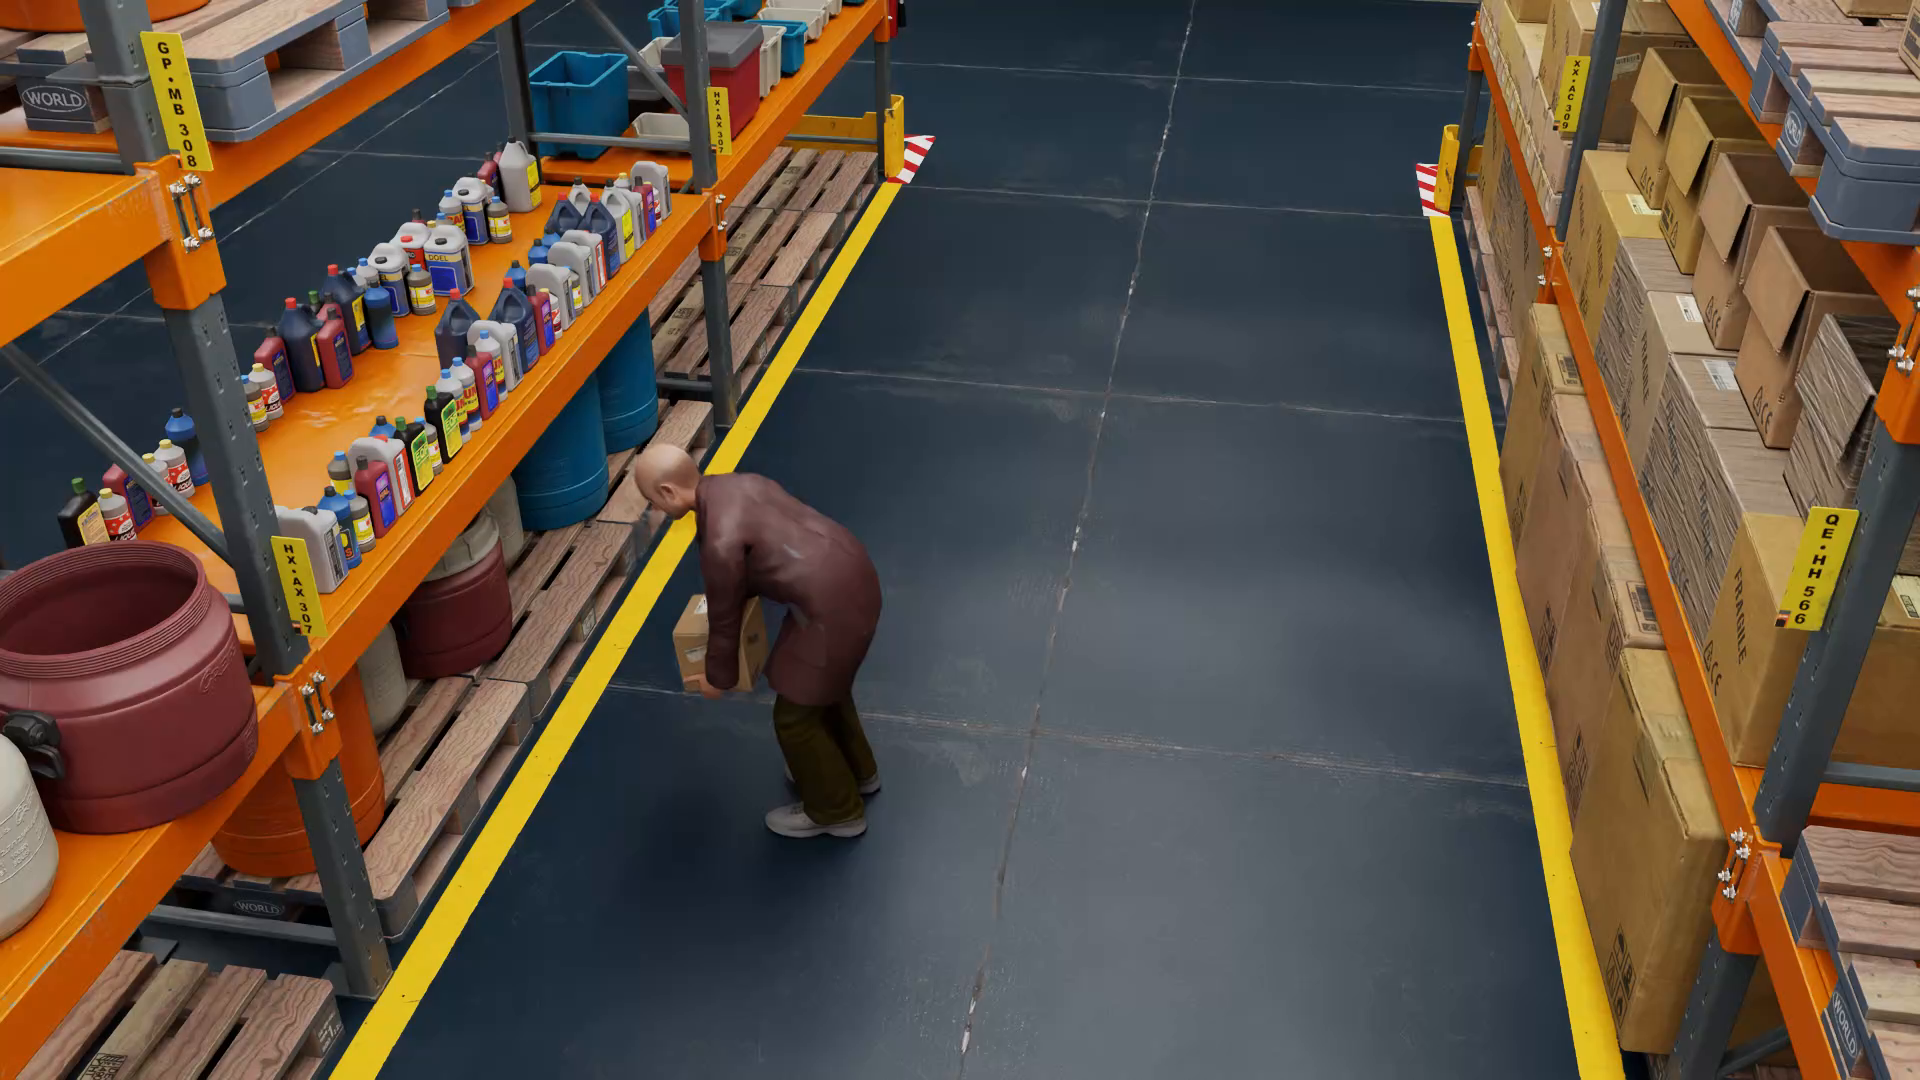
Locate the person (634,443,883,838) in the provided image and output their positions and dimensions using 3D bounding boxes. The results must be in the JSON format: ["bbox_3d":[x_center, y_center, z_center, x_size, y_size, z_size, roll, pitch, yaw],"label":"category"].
[{"bbox_3d":[-0.680,0.345,5.864,0.815,1.500,0.549,5,32,7],"label":"person"}]
